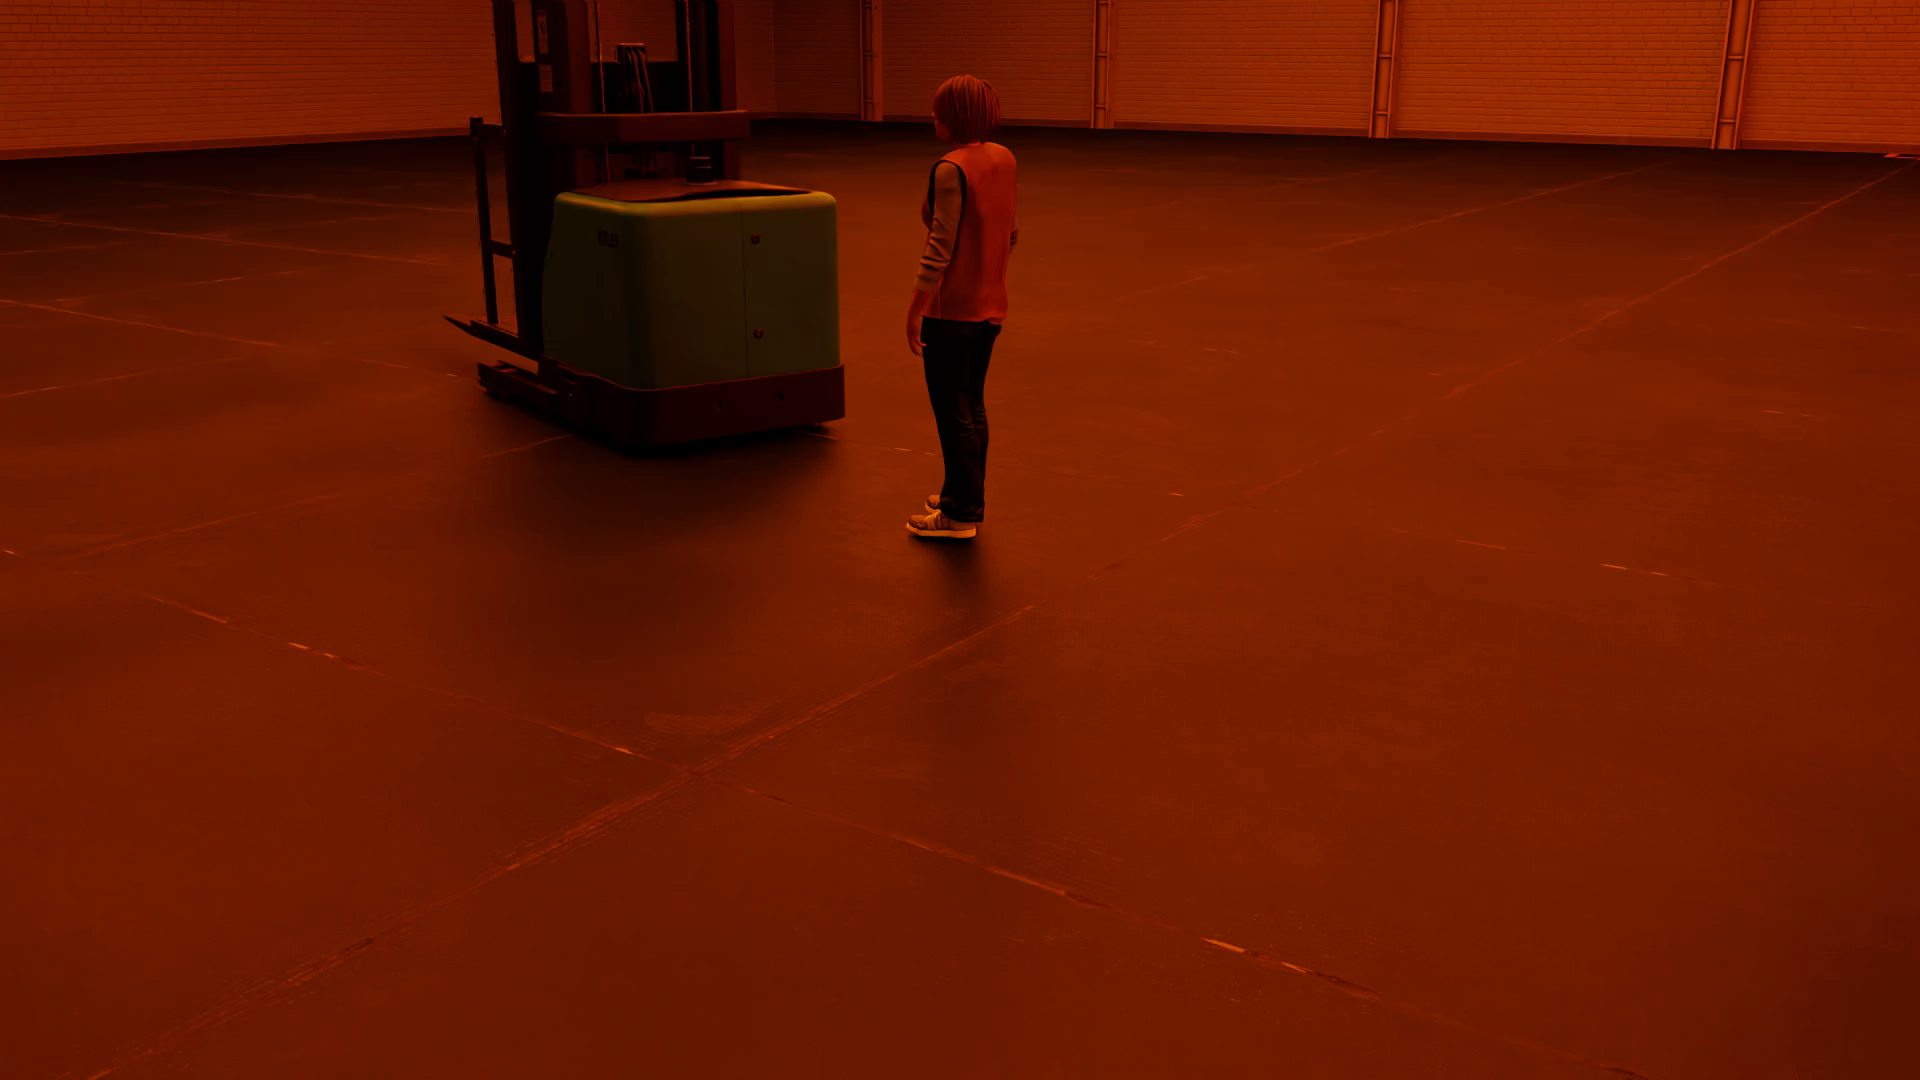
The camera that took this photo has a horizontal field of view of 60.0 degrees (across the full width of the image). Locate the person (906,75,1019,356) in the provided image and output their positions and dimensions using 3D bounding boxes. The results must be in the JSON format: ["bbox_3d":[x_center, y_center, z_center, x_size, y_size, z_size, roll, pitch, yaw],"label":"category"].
[{"bbox_3d":[0.023,-1.095,5.609,0.258,0.918,0.502,11,20,33],"label":"person"}]

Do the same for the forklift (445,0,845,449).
[{"bbox_3d":[-1.779,-2.162,8.064,1.130,2.935,3.031,-11,20,-33],"label":"forklift"}]
